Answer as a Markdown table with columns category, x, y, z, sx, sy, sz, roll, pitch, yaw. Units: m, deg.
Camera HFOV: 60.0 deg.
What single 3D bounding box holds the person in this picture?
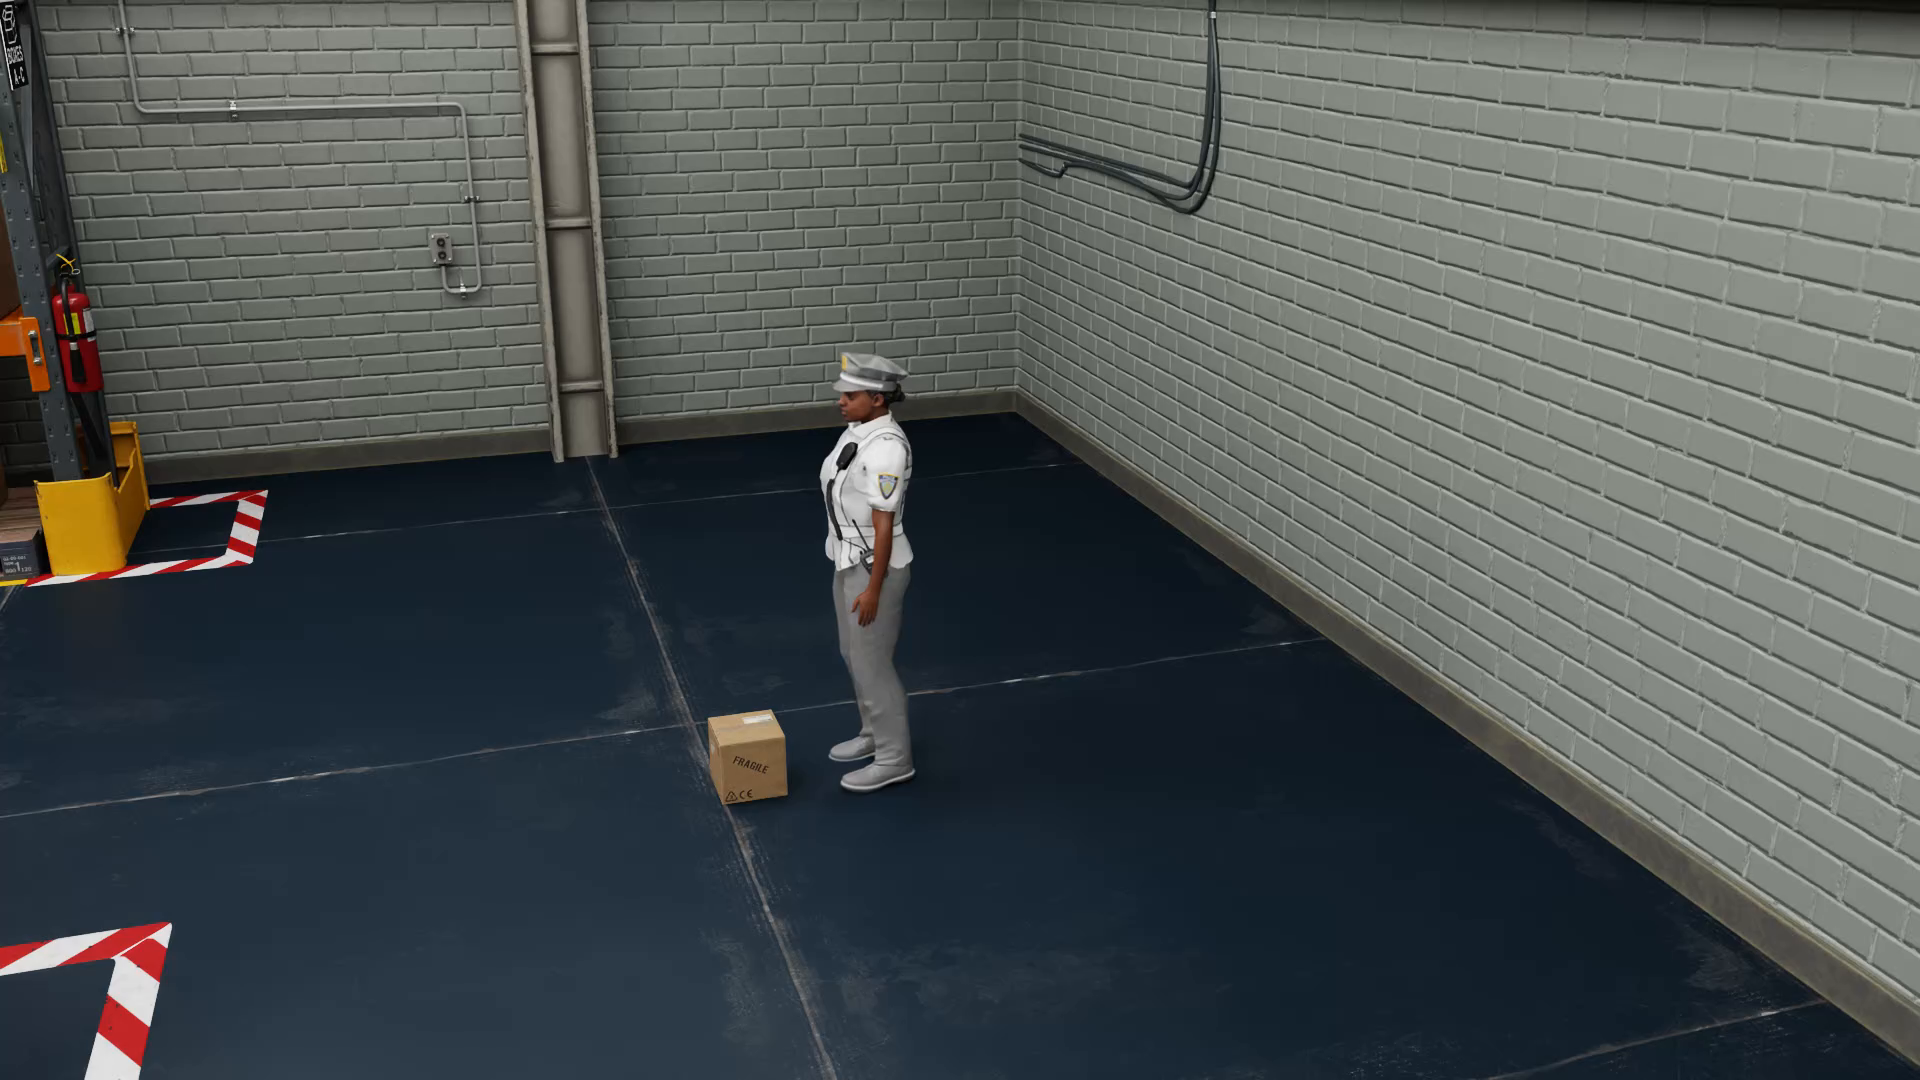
| category | x | y | z | sx | sy | sz | roll | pitch | yaw |
| --- | --- | --- | --- | --- | --- | --- | --- | --- | --- |
| person | -0.348 | 0.121 | 6.225 | 0.341 | 1.682 | 0.439 | -6 | 20 | -16 |
